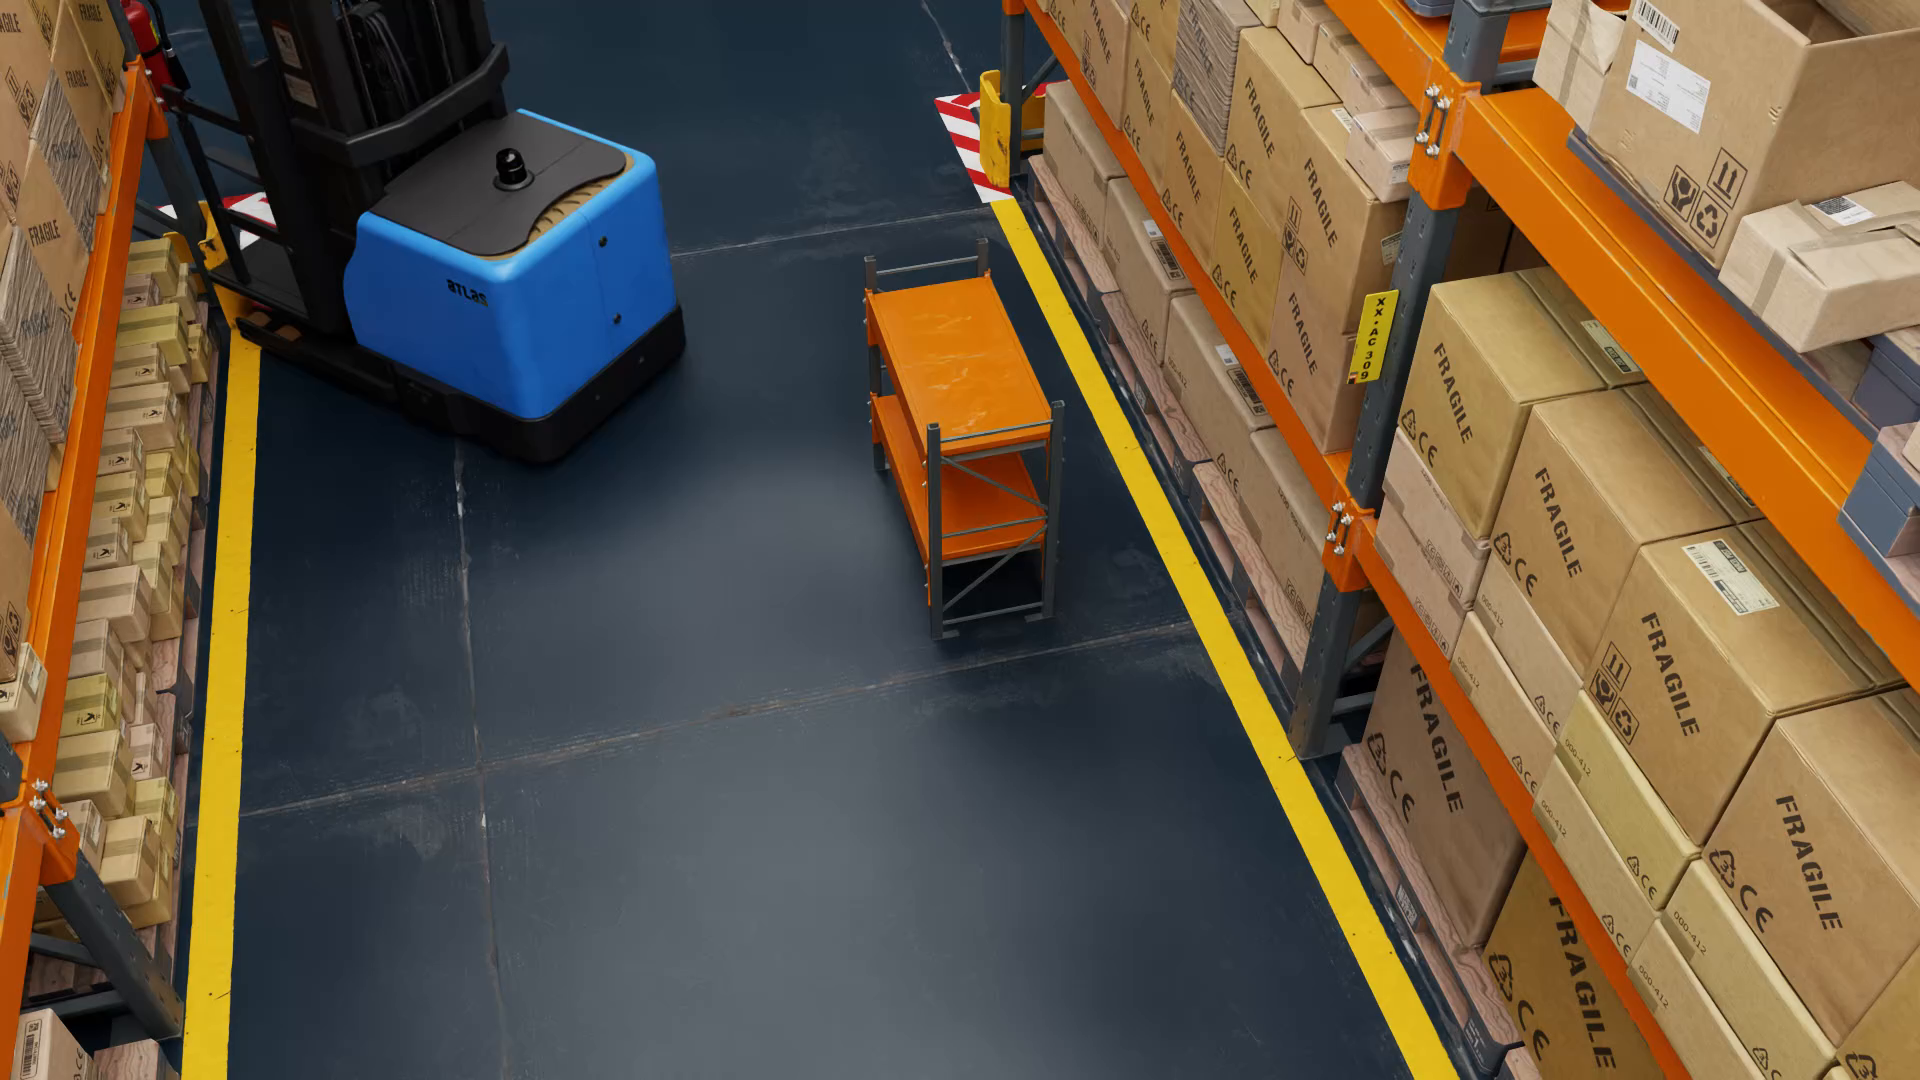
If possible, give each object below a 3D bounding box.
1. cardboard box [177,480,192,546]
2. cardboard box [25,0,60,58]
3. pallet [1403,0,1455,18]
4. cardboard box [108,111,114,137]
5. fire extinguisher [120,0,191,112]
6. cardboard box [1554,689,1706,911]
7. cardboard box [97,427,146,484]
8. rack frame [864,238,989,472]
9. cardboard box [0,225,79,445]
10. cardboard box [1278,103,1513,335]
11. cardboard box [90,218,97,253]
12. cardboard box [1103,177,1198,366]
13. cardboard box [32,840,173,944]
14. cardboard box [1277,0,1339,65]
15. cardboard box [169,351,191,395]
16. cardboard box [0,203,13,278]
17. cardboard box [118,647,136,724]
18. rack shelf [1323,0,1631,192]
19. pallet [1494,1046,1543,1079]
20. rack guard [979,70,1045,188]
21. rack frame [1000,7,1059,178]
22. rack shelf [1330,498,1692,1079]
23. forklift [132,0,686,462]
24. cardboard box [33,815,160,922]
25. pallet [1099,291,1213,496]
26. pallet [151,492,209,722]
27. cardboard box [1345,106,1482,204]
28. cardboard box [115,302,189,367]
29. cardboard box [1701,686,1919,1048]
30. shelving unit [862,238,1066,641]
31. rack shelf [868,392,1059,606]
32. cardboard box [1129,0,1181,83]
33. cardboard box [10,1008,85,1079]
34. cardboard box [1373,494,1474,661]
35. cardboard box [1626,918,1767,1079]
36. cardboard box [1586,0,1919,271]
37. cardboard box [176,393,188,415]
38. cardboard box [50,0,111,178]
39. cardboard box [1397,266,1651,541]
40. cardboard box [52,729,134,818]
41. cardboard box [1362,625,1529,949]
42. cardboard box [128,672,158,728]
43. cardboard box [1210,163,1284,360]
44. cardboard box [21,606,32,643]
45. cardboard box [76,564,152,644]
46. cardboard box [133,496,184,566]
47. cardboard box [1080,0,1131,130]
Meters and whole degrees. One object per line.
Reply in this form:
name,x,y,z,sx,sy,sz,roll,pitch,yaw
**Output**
cardboard box,-3.317,-0.084,6.685,0.380,0.149,0.250,-10,46,-10
cardboard box,-3.566,-2.011,5.893,0.500,0.500,0.500,-12,47,-12
pallet,1.530,-1.941,4.765,1.003,0.211,1.213,-11,47,-10
cardboard box,-3.669,-1.702,6.745,0.380,0.149,0.250,-11,47,-10
fire extinguisher,-3.672,-2.243,7.414,0.296,0.674,0.183,-11,47,-10
cardboard box,1.834,0.585,4.082,0.500,0.250,0.500,-10,46,-10
cardboard box,-3.387,-0.273,6.454,0.380,0.149,0.250,-12,47,-12
rack frame,-0.132,-0.749,6.948,0.500,1.125,0.032,-11,47,-10
cardboard box,-3.140,-0.603,5.213,0.500,0.500,0.500,-12,47,-11
cardboard box,1.342,-1.016,5.126,0.500,0.500,0.500,-11,47,-11
cardboard box,-3.464,-1.173,6.226,0.380,0.149,0.250,-13,47,-12
cardboard box,1.214,-1.300,7.674,0.875,0.438,0.875,-10,46,-9
cardboard box,-2.812,1.160,5.466,0.380,0.149,0.250,-13,47,-12
cardboard box,1.244,-1.669,5.312,0.380,0.149,0.250,-11,47,-11
cardboard box,-3.508,-0.725,7.105,0.380,0.149,0.250,-12,47,-12
cardboard box,-3.156,-0.935,4.838,0.500,0.500,0.500,-10,46,-10
cardboard box,-3.128,0.550,5.855,0.380,0.149,0.250,-13,47,-12
rack shelf,1.218,-2.534,5.788,1.077,0.370,4.000,-11,47,-10
pallet,2.316,1.983,4.909,1.003,0.211,1.213,-11,47,-10
rack guard,0.700,-2.259,8.864,1.175,0.500,0.348,-11,47,-10
rack frame,0.706,-3.117,7.955,1.000,3.000,0.127,-11,47,-10
rack shelf,2.242,1.277,4.153,1.077,0.370,4.000,-11,47,-10
forklift,-2.811,-2.166,7.071,3.031,2.935,1.130,24,50,21
cardboard box,-2.813,1.057,5.358,0.380,0.149,0.250,-9,46,-8
pallet,1.295,-0.763,7.600,1.003,0.211,1.213,-11,47,-10
pallet,-3.552,0.294,6.565,1.003,0.211,1.213,-11,47,-10
cardboard box,1.343,-1.122,4.776,0.380,0.149,0.250,-12,47,-11
cardboard box,-3.475,-0.841,7.010,0.380,0.149,0.250,-12,47,-11
cardboard box,1.986,0.664,3.479,0.500,0.500,0.500,-11,47,-11
shelving unit,-0.002,-0.398,6.604,0.538,1.125,1.048,-11,47,-10
rack shelf,-0.002,-0.227,6.778,0.538,0.278,1.000,-11,47,-10
cardboard box,0.960,-2.065,6.154,0.500,0.500,0.500,-11,47,-10
cardboard box,-2.594,1.553,4.310,0.500,0.250,0.500,-12,47,-11
cardboard box,1.587,0.049,4.958,0.500,0.250,0.500,-12,47,-11
cardboard box,1.956,1.110,3.918,0.500,0.250,0.500,-11,47,-11
cardboard box,1.675,-0.926,3.344,0.500,0.500,0.500,-11,47,-11
cardboard box,-3.569,-0.609,7.199,0.380,0.149,0.250,-11,47,-11
cardboard box,-3.563,-1.662,6.251,0.500,0.500,0.500,-11,47,-11
cardboard box,1.564,-0.384,4.507,0.500,0.500,0.500,-10,46,-10
cardboard box,-2.931,0.785,5.417,0.380,0.149,0.250,-9,46,-8
cardboard box,1.966,0.655,5.453,0.875,0.875,0.875,-9,46,-9
cardboard box,-3.107,0.648,5.967,0.380,0.149,0.250,-12,47,-11
cardboard box,1.227,-1.018,5.828,0.500,0.500,0.500,-12,47,-11
cardboard box,-2.924,0.287,4.795,0.380,0.149,0.250,-9,46,-9
cardboard box,-3.118,0.253,5.938,0.380,0.149,0.250,-10,46,-9
cardboard box,-3.218,-0.004,6.399,0.380,0.149,0.250,-10,46,-10
cardboard box,0.820,-2.070,6.859,0.500,0.500,0.500,-11,47,-11
